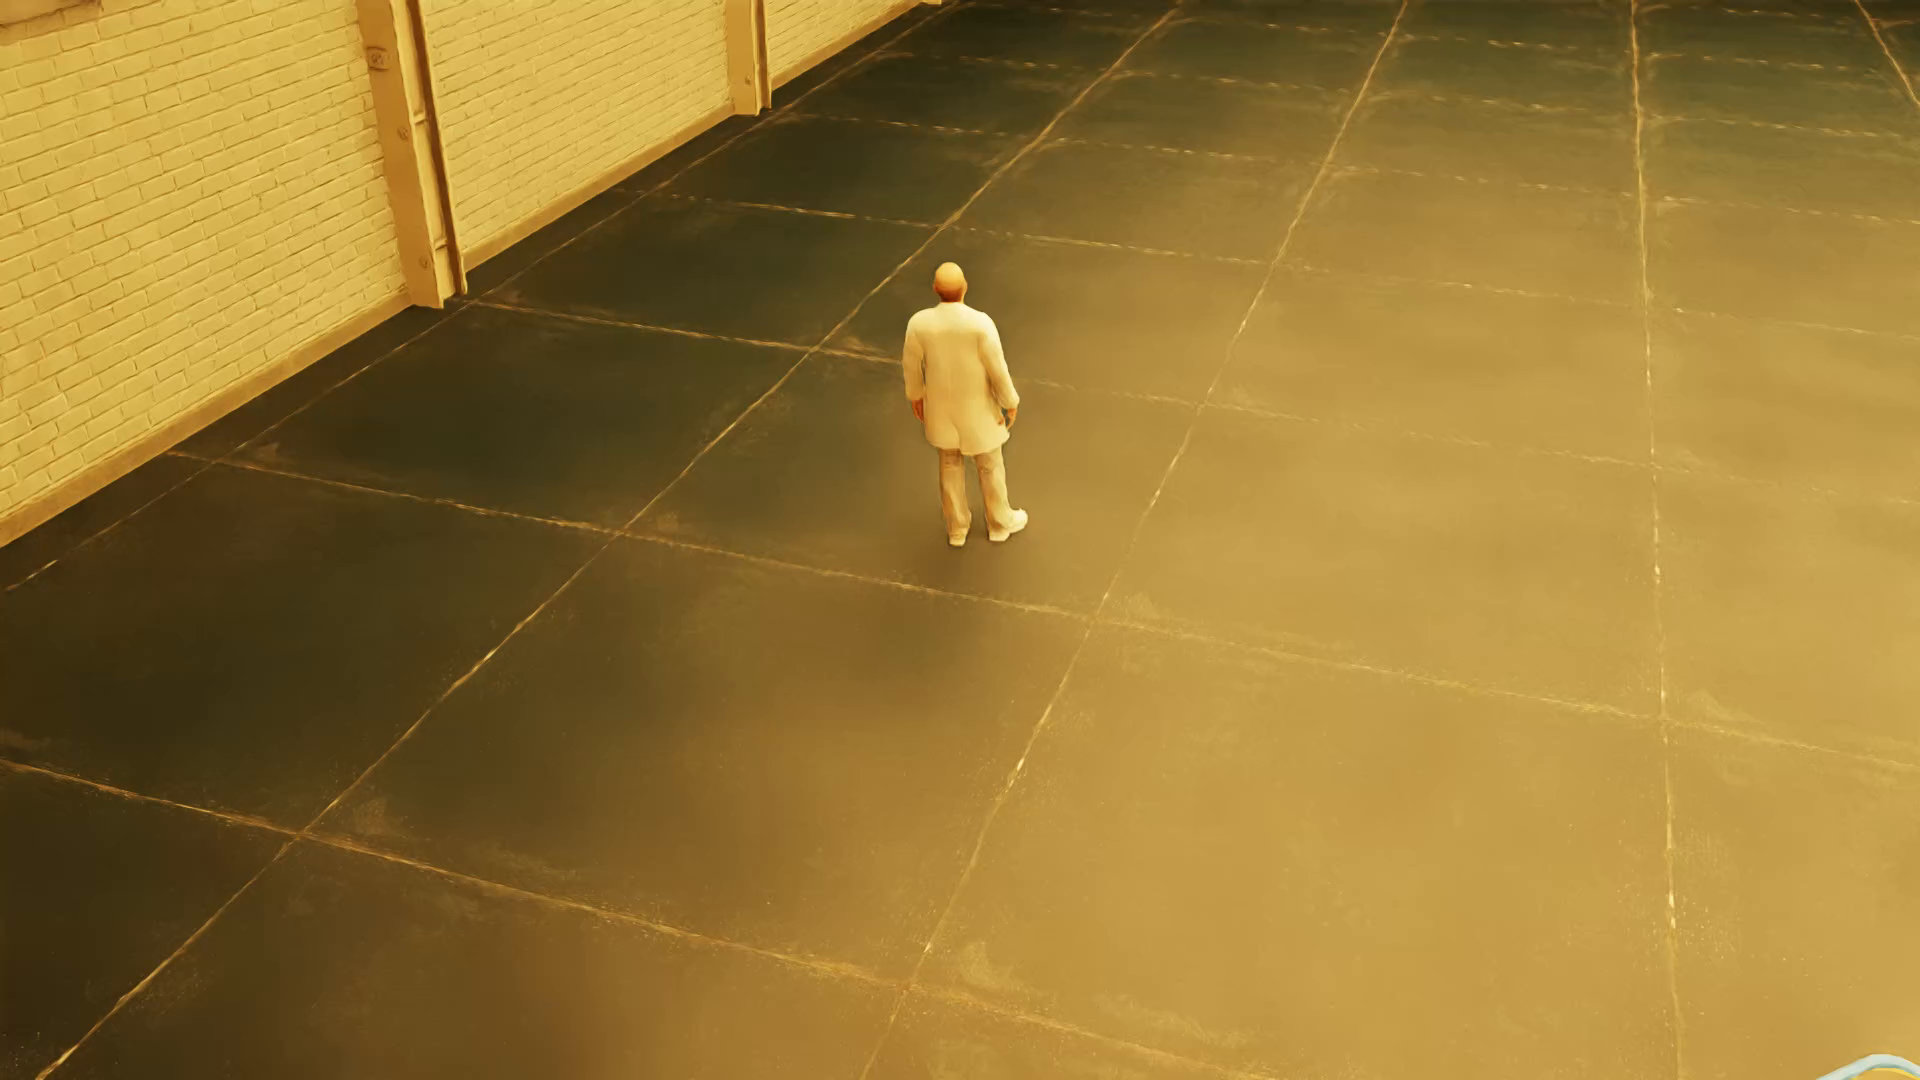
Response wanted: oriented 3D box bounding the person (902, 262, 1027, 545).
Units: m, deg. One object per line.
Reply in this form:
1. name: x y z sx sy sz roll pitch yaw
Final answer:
1. person: 0.034 -0.820 9.726 0.694 1.776 0.579 10 31 16

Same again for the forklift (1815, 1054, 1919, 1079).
1. forklift: 3.078 1.997 3.633 1.130 2.935 3.031 -13 32 -21
